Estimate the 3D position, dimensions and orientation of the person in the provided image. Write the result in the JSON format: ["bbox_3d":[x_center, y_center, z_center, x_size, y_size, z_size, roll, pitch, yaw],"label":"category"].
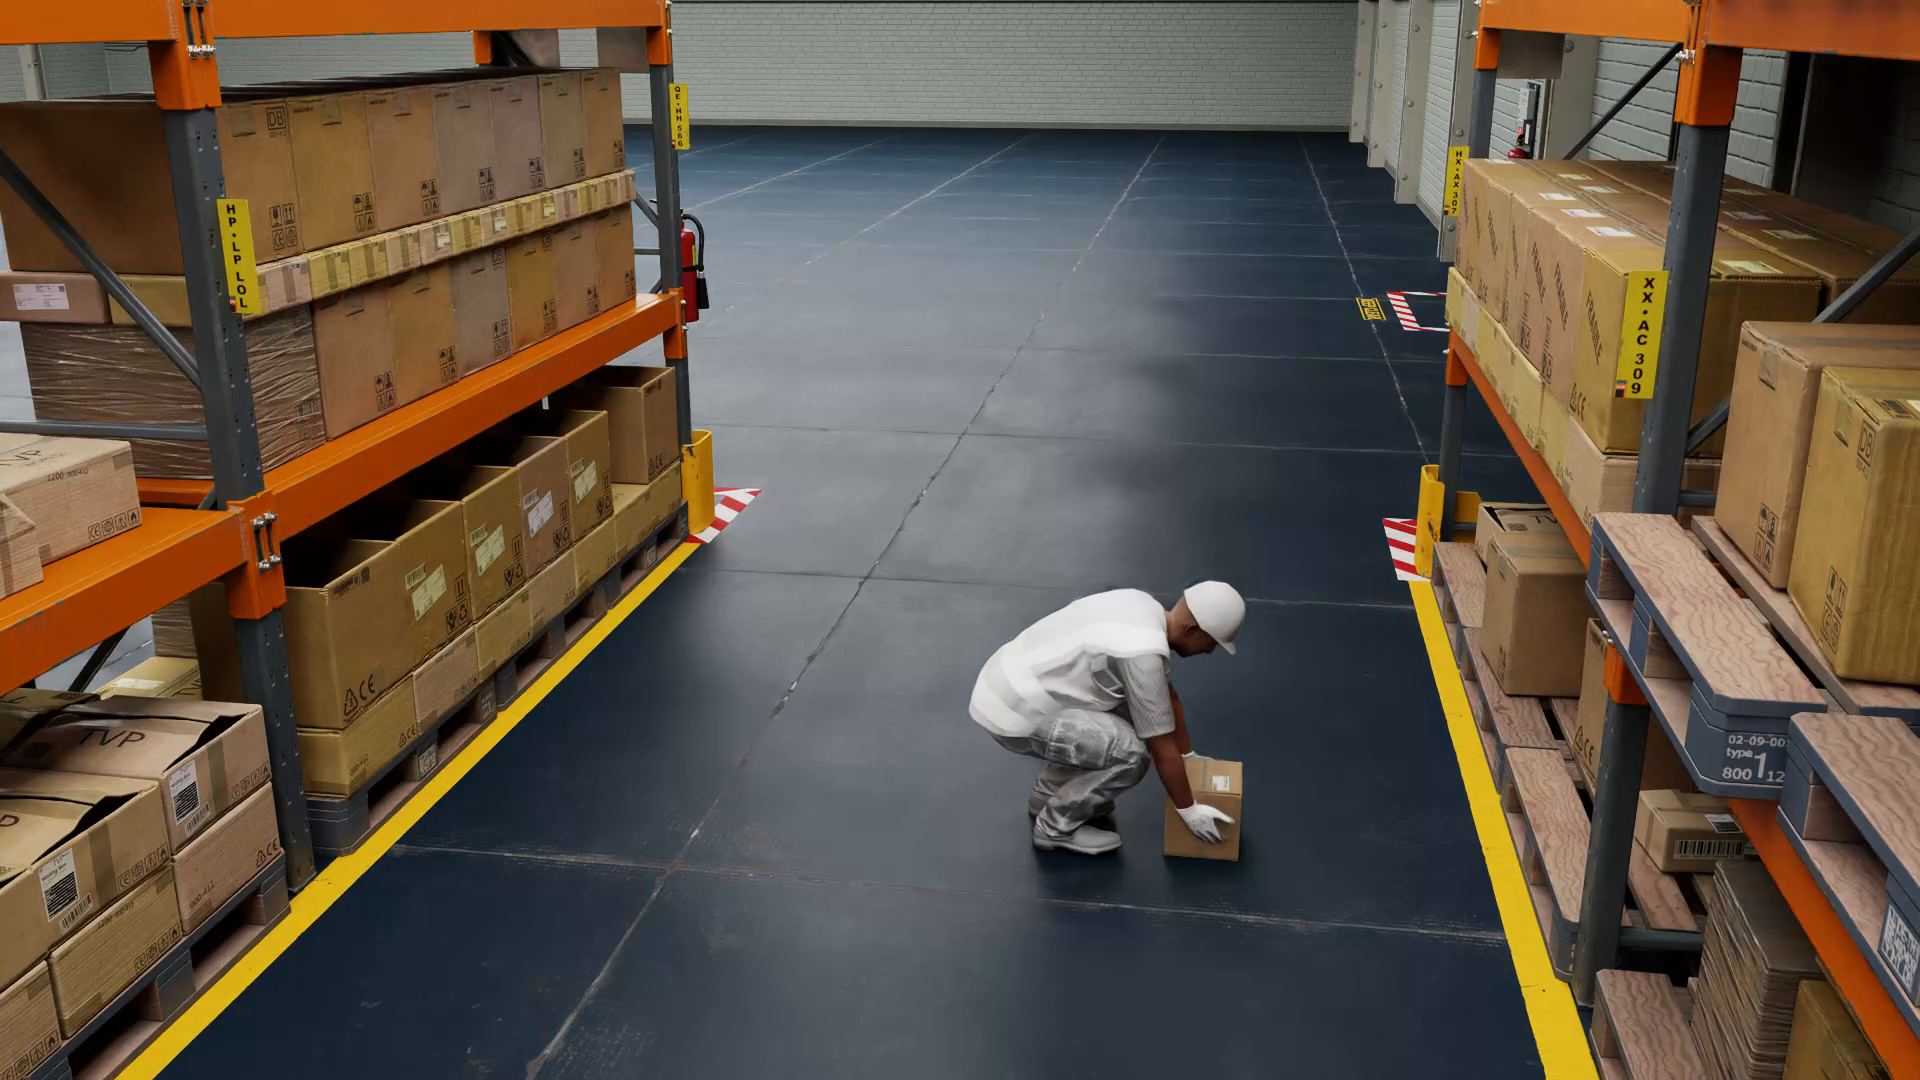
[{"bbox_3d":[0.494,0.571,5.659,0.906,0.922,0.567,3,18,9],"label":"person"}]
